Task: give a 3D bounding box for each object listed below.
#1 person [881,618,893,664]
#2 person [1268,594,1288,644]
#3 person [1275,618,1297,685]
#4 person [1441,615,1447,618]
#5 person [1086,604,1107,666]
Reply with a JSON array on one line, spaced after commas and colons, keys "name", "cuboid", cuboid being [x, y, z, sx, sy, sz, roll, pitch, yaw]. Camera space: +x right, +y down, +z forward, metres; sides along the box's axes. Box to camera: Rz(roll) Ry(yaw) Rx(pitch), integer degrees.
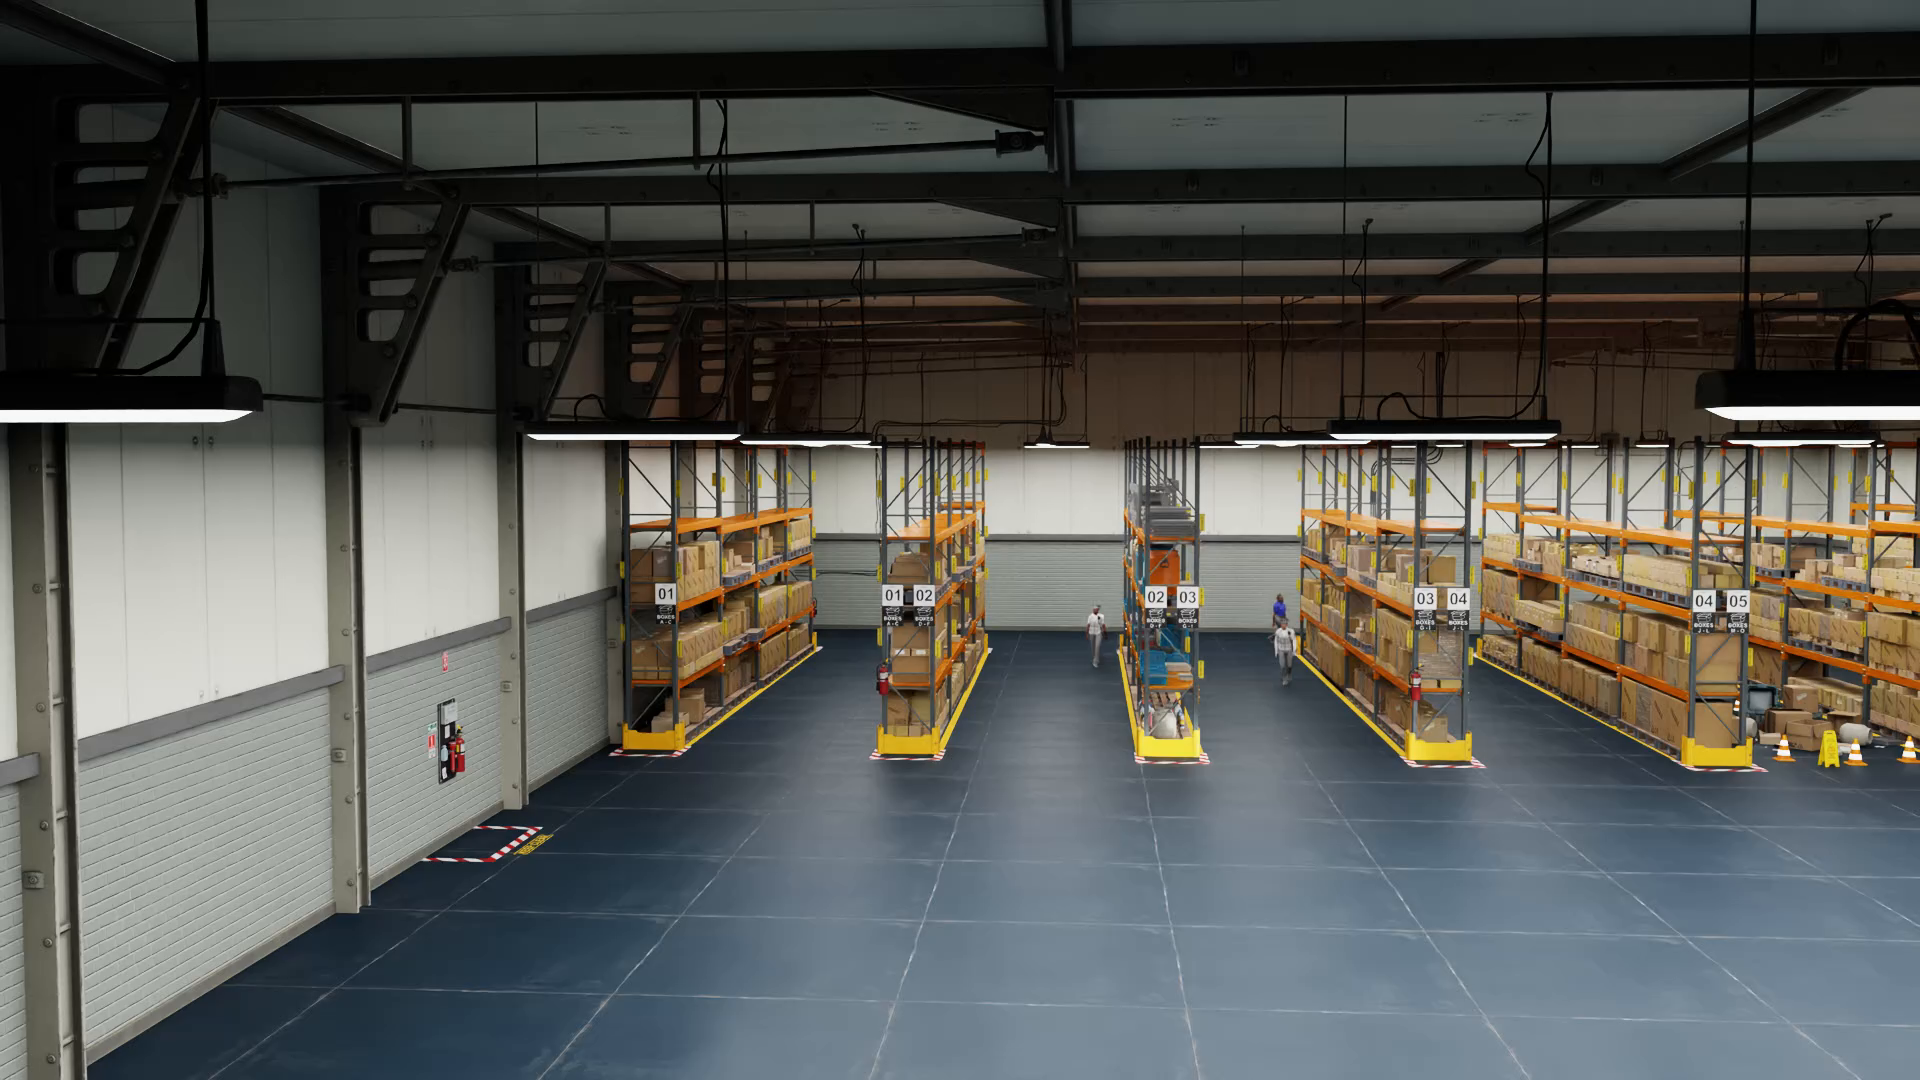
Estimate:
[{"name": "person", "cuboid": [-1.867, 2.522, 44.596, 0.469, 1.669, 0.745, -1, 3, -10]}, {"name": "person", "cuboid": [9.390, 2.337, 48.739, 0.436, 1.539, 0.956, -3, 4, -45]}, {"name": "person", "cuboid": [8.014, 2.718, 40.885, 0.550, 1.654, 0.582, 1, 3, 16]}, {"name": "person", "cuboid": [13.771, 2.361, 47.444, 0.539, 1.607, 1.049, 1, 3, 22]}, {"name": "person", "cuboid": [3.601, 2.517, 44.347, 0.484, 1.632, 0.948, 2, 3, 27]}]
